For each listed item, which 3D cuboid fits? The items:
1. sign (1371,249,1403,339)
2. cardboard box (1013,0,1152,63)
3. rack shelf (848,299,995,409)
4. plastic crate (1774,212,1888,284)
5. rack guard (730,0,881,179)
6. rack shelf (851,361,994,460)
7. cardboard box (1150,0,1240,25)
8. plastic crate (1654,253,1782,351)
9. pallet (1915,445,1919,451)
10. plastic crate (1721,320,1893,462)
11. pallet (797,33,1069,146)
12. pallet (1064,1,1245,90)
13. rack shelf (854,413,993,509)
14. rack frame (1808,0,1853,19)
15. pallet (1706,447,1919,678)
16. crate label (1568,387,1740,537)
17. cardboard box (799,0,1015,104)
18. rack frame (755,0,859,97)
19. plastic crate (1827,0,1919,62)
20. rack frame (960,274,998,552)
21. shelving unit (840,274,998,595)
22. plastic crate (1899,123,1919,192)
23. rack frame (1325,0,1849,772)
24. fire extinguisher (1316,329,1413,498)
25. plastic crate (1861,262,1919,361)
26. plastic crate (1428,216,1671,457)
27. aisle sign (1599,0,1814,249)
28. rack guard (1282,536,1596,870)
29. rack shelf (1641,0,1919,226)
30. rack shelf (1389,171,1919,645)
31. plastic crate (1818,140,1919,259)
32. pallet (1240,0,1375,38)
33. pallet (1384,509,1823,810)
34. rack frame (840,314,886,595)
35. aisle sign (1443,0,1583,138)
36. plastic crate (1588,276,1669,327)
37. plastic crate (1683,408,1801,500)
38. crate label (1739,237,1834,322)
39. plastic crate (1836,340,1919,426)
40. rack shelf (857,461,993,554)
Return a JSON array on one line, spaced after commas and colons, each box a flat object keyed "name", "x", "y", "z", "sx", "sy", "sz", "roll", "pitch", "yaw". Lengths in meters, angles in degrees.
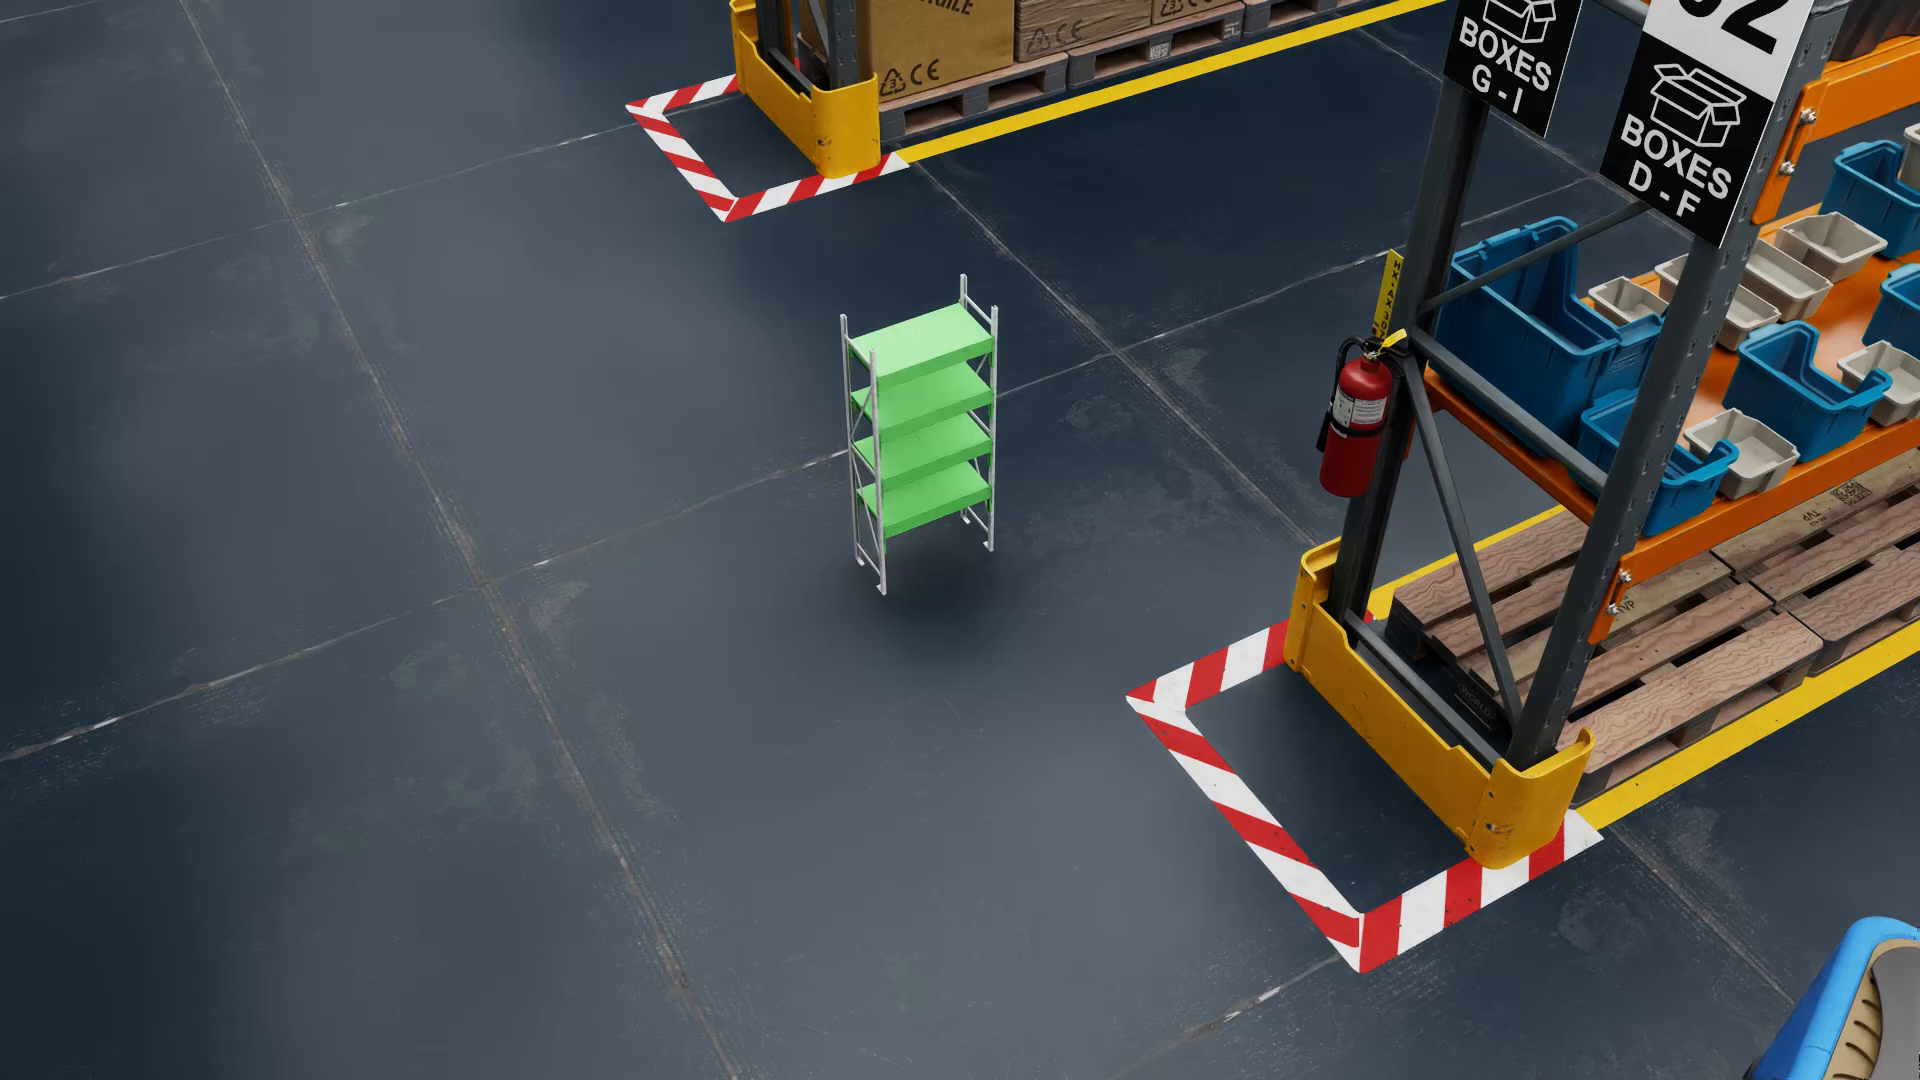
[{"name": "sign", "x": 1.364, "y": -0.762, "z": 5.264, "sx": 0.005, "sy": 0.325, "sz": 0.100, "roll": -22, "pitch": 48, "yaw": -21}, {"name": "cardboard box", "x": 0.489, "y": -3.342, "z": 9.264, "sx": 0.875, "sy": 0.875, "sz": 0.875, "roll": -22, "pitch": 48, "yaw": -21}, {"name": "rack shelf", "x": -0.144, "y": -0.672, "z": 5.983, "sx": 0.480, "sy": 0.148, "sz": 0.258, "roll": -22, "pitch": 48, "yaw": -21}, {"name": "plastic crate", "x": 3.004, "y": -1.013, "z": 5.786, "sx": 0.250, "sy": 0.136, "sz": 0.298, "roll": -22, "pitch": 48, "yaw": -21}, {"name": "rack guard", "x": -0.836, "y": -2.462, "z": 8.928, "sx": 0.348, "sy": 0.500, "sz": 1.175, "roll": -22, "pitch": 48, "yaw": -21}, {"name": "rack shelf", "x": -0.144, "y": -0.500, "z": 6.150, "sx": 0.480, "sy": 0.148, "sz": 0.258, "roll": -22, "pitch": 48, "yaw": -21}, {"name": "cardboard box", "x": 1.260, "y": -3.651, "z": 9.582, "sx": 0.875, "sy": 0.875, "sz": 0.875, "roll": -22, "pitch": 48, "yaw": -21}, {"name": "plastic crate", "x": 2.527, "y": -0.788, "z": 5.554, "sx": 0.243, "sy": 0.136, "sz": 0.396, "roll": -22, "pitch": 48, "yaw": -21}, {"name": "pallet", "x": 4.502, "y": -0.485, "z": 7.099, "sx": 1.213, "sy": 0.211, "sz": 1.003, "roll": -22, "pitch": 48, "yaw": -21}, {"name": "plastic crate", "x": 2.601, "y": -0.453, "z": 5.141, "sx": 0.300, "sy": 0.233, "sz": 0.416, "roll": -22, "pitch": 48, "yaw": -21}, {"name": "pallet", "x": -0.161, "y": -2.692, "z": 9.372, "sx": 1.213, "sy": 0.211, "sz": 1.003, "roll": -22, "pitch": 48, "yaw": -21}, {"name": "pallet", "x": 0.895, "y": -3.112, "z": 9.805, "sx": 1.213, "sy": 0.211, "sz": 1.003, "roll": -22, "pitch": 48, "yaw": -21}, {"name": "rack shelf", "x": -0.144, "y": -0.327, "z": 6.317, "sx": 0.480, "sy": 0.148, "sz": 0.258, "roll": -22, "pitch": 48, "yaw": -21}, {"name": "rack frame", "x": 1.652, "y": -2.530, "z": 2.895, "sx": 0.127, "sy": 3.000, "sz": 1.000, "roll": -22, "pitch": 48, "yaw": -21}, {"name": "pallet", "x": 3.443, "y": -0.059, "z": 6.659, "sx": 1.213, "sy": 0.211, "sz": 1.003, "roll": -22, "pitch": 48, "yaw": -21}, {"name": "crate label", "x": 2.030, "y": -0.225, "z": 4.905, "sx": 0.303, "sy": 0.233, "sz": 0.416, "roll": -22, "pitch": 48, "yaw": -21}, {"name": "cardboard box", "x": -0.300, "y": -3.026, "z": 8.939, "sx": 0.875, "sy": 0.875, "sz": 0.875, "roll": -22, "pitch": 48, "yaw": -21}, {"name": "rack frame", "x": -0.815, "y": -3.368, "z": 8.066, "sx": 0.127, "sy": 3.000, "sz": 1.000, "roll": -22, "pitch": 48, "yaw": -21}, {"name": "plastic crate", "x": 2.125, "y": -1.372, "z": 3.949, "sx": 0.590, "sy": 0.269, "sz": 0.497, "roll": -22, "pitch": 48, "yaw": -21}, {"name": "rack frame", "x": 0.068, "y": -0.458, "z": 6.360, "sx": 0.015, "sy": 1.200, "sz": 0.240, "roll": -22, "pitch": 48, "yaw": -21}, {"name": "shelving unit", "x": -0.144, "y": -0.373, "z": 6.273, "sx": 0.503, "sy": 1.200, "sz": 0.258, "roll": -22, "pitch": 48, "yaw": -21}, {"name": "plastic crate", "x": 3.705, "y": -1.325, "z": 6.004, "sx": 0.530, "sy": 0.282, "sz": 0.437, "roll": -22, "pitch": 48, "yaw": -21}, {"name": "rack frame", "x": 1.652, "y": -0.377, "z": 4.984, "sx": 0.127, "sy": 3.000, "sz": 1.000, "roll": -22, "pitch": 48, "yaw": -21}, {"name": "fire extinguisher", "x": 1.295, "y": -0.437, "z": 5.370, "sx": 0.183, "sy": 0.674, "sz": 0.296, "roll": -22, "pitch": 48, "yaw": -21}, {"name": "plastic crate", "x": 3.172, "y": -0.682, "z": 5.376, "sx": 0.300, "sy": 0.233, "sz": 0.416, "roll": -22, "pitch": 48, "yaw": -21}, {"name": "plastic crate", "x": 1.849, "y": -0.640, "z": 5.187, "sx": 0.499, "sy": 0.435, "sz": 0.616, "roll": -22, "pitch": 48, "yaw": -21}, {"name": "aisle sign", "x": 1.738, "y": -1.105, "z": 3.868, "sx": 0.004, "sy": 0.787, "sz": 0.394, "roll": -22, "pitch": 48, "yaw": -21}, {"name": "rack guard", "x": 1.638, "y": 0.536, "z": 5.838, "sx": 0.348, "sy": 0.500, "sz": 1.175, "roll": -22, "pitch": 48, "yaw": -21}, {"name": "rack shelf", "x": 3.386, "y": -1.889, "z": 4.905, "sx": 4.000, "sy": 0.370, "sz": 1.077, "roll": -22, "pitch": 48, "yaw": -21}, {"name": "rack shelf", "x": 3.386, "y": -0.812, "z": 5.950, "sx": 4.000, "sy": 0.370, "sz": 1.077, "roll": -22, "pitch": 48, "yaw": -21}, {"name": "plastic crate", "x": 3.305, "y": -1.206, "z": 5.916, "sx": 0.300, "sy": 0.233, "sz": 0.416, "roll": -22, "pitch": 48, "yaw": -21}, {"name": "pallet", "x": 1.955, "y": -3.538, "z": 10.244, "sx": 1.213, "sy": 0.211, "sz": 1.003, "roll": -22, "pitch": 48, "yaw": -21}, {"name": "pallet", "x": 2.386, "y": 0.361, "z": 6.226, "sx": 1.213, "sy": 0.211, "sz": 1.003, "roll": -22, "pitch": 48, "yaw": -21}, {"name": "rack frame", "x": -0.355, "y": -0.288, "z": 6.186, "sx": 0.015, "sy": 1.200, "sz": 0.240, "roll": -22, "pitch": 48, "yaw": -21}, {"name": "aisle sign", "x": 1.444, "y": -1.462, "z": 4.236, "sx": 0.004, "sy": 0.787, "sz": 0.394, "roll": -22, "pitch": 48, "yaw": -21}, {"name": "plastic crate", "x": 2.269, "y": -0.696, "z": 5.460, "sx": 0.243, "sy": 0.136, "sz": 0.396, "roll": -22, "pitch": 48, "yaw": -21}, {"name": "plastic crate", "x": 2.349, "y": -0.252, "z": 5.002, "sx": 0.298, "sy": 0.136, "sz": 0.250, "roll": -22, "pitch": 48, "yaw": -21}, {"name": "crate label", "x": 2.757, "y": -0.899, "z": 5.669, "sx": 0.243, "sy": 0.136, "sz": 0.396, "roll": -22, "pitch": 48, "yaw": -21}, {"name": "plastic crate", "x": 2.938, "y": -0.487, "z": 5.244, "sx": 0.298, "sy": 0.136, "sz": 0.250, "roll": -22, "pitch": 48, "yaw": -21}, {"name": "rack shelf", "x": -0.144, "y": -0.155, "z": 6.485, "sx": 0.480, "sy": 0.148, "sz": 0.258, "roll": -22, "pitch": 48, "yaw": -21}]
